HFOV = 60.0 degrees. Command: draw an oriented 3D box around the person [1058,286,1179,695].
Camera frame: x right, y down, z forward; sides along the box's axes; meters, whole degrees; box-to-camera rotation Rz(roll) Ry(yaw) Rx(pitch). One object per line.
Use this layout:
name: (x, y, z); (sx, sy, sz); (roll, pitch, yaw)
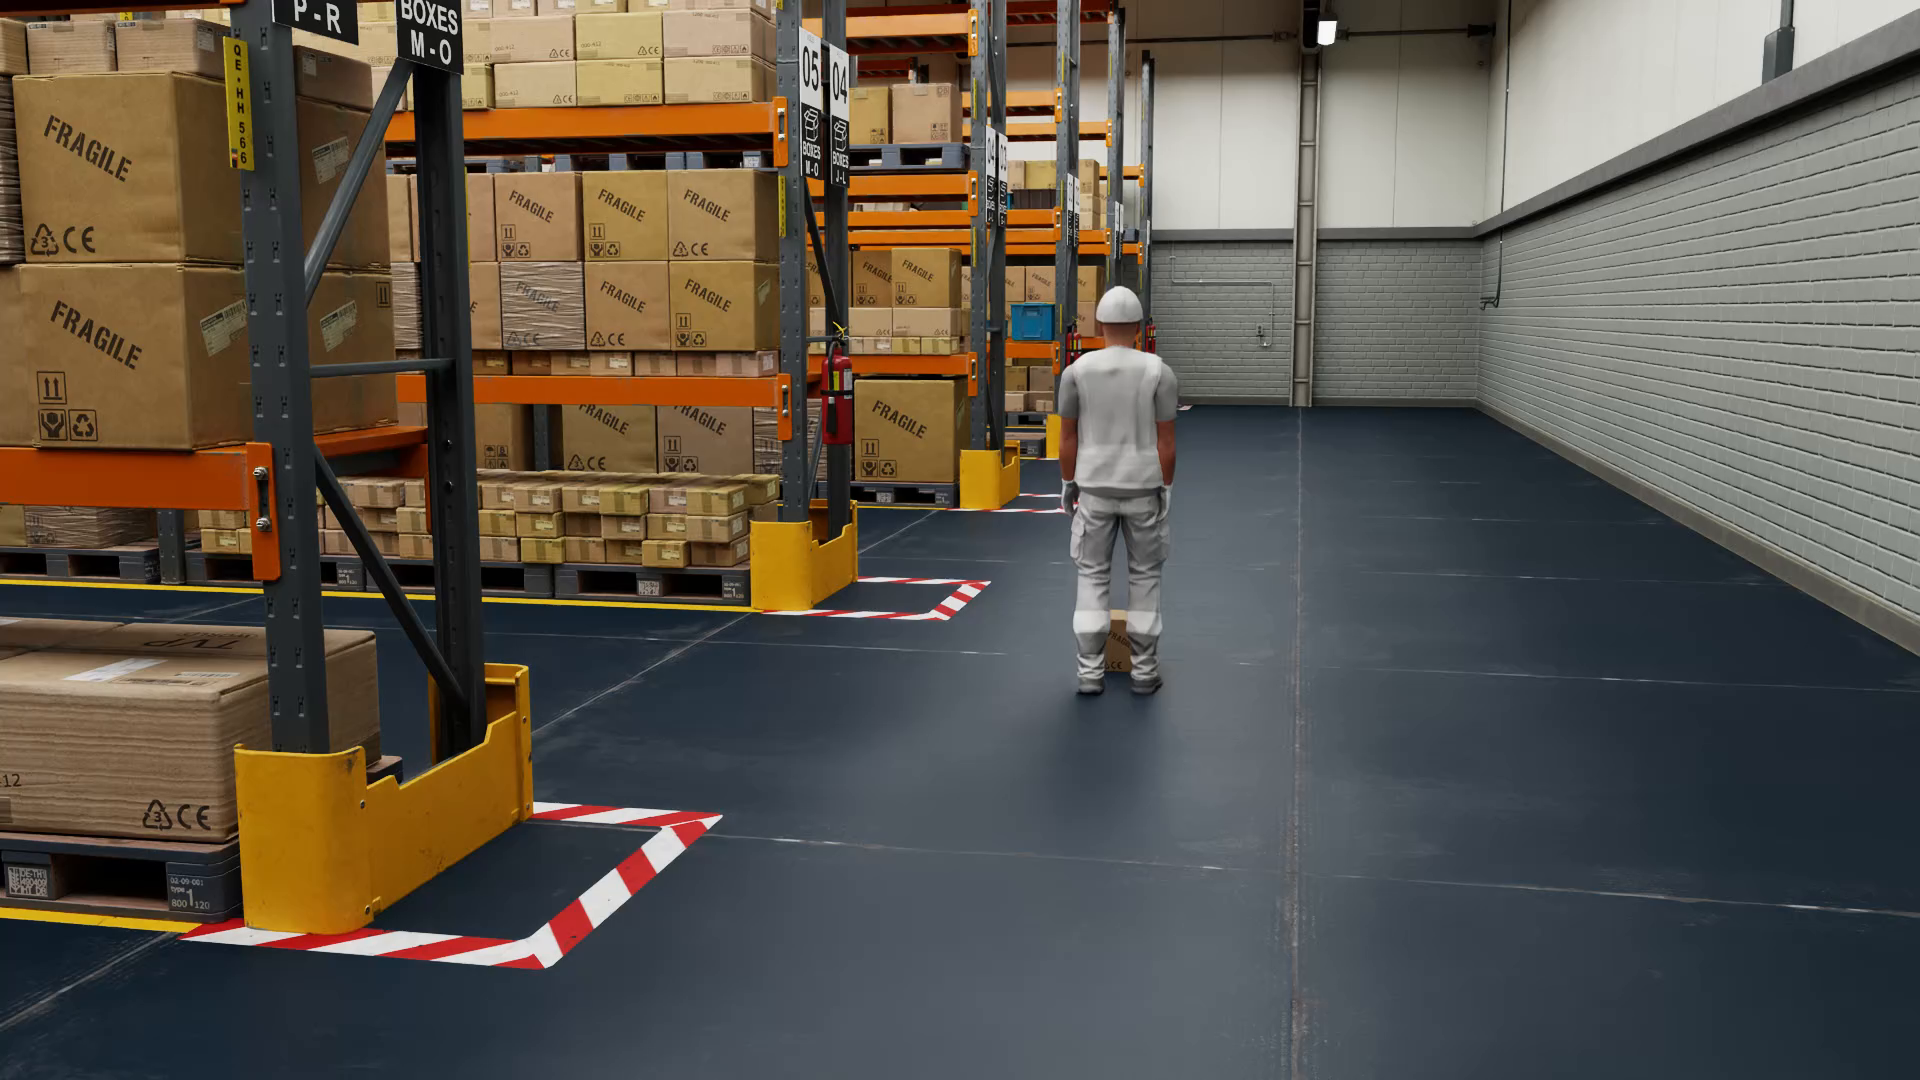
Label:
person: (0.697, -0.204, 7.324); (0.525, 1.809, 0.364); (2, 8, 12)
